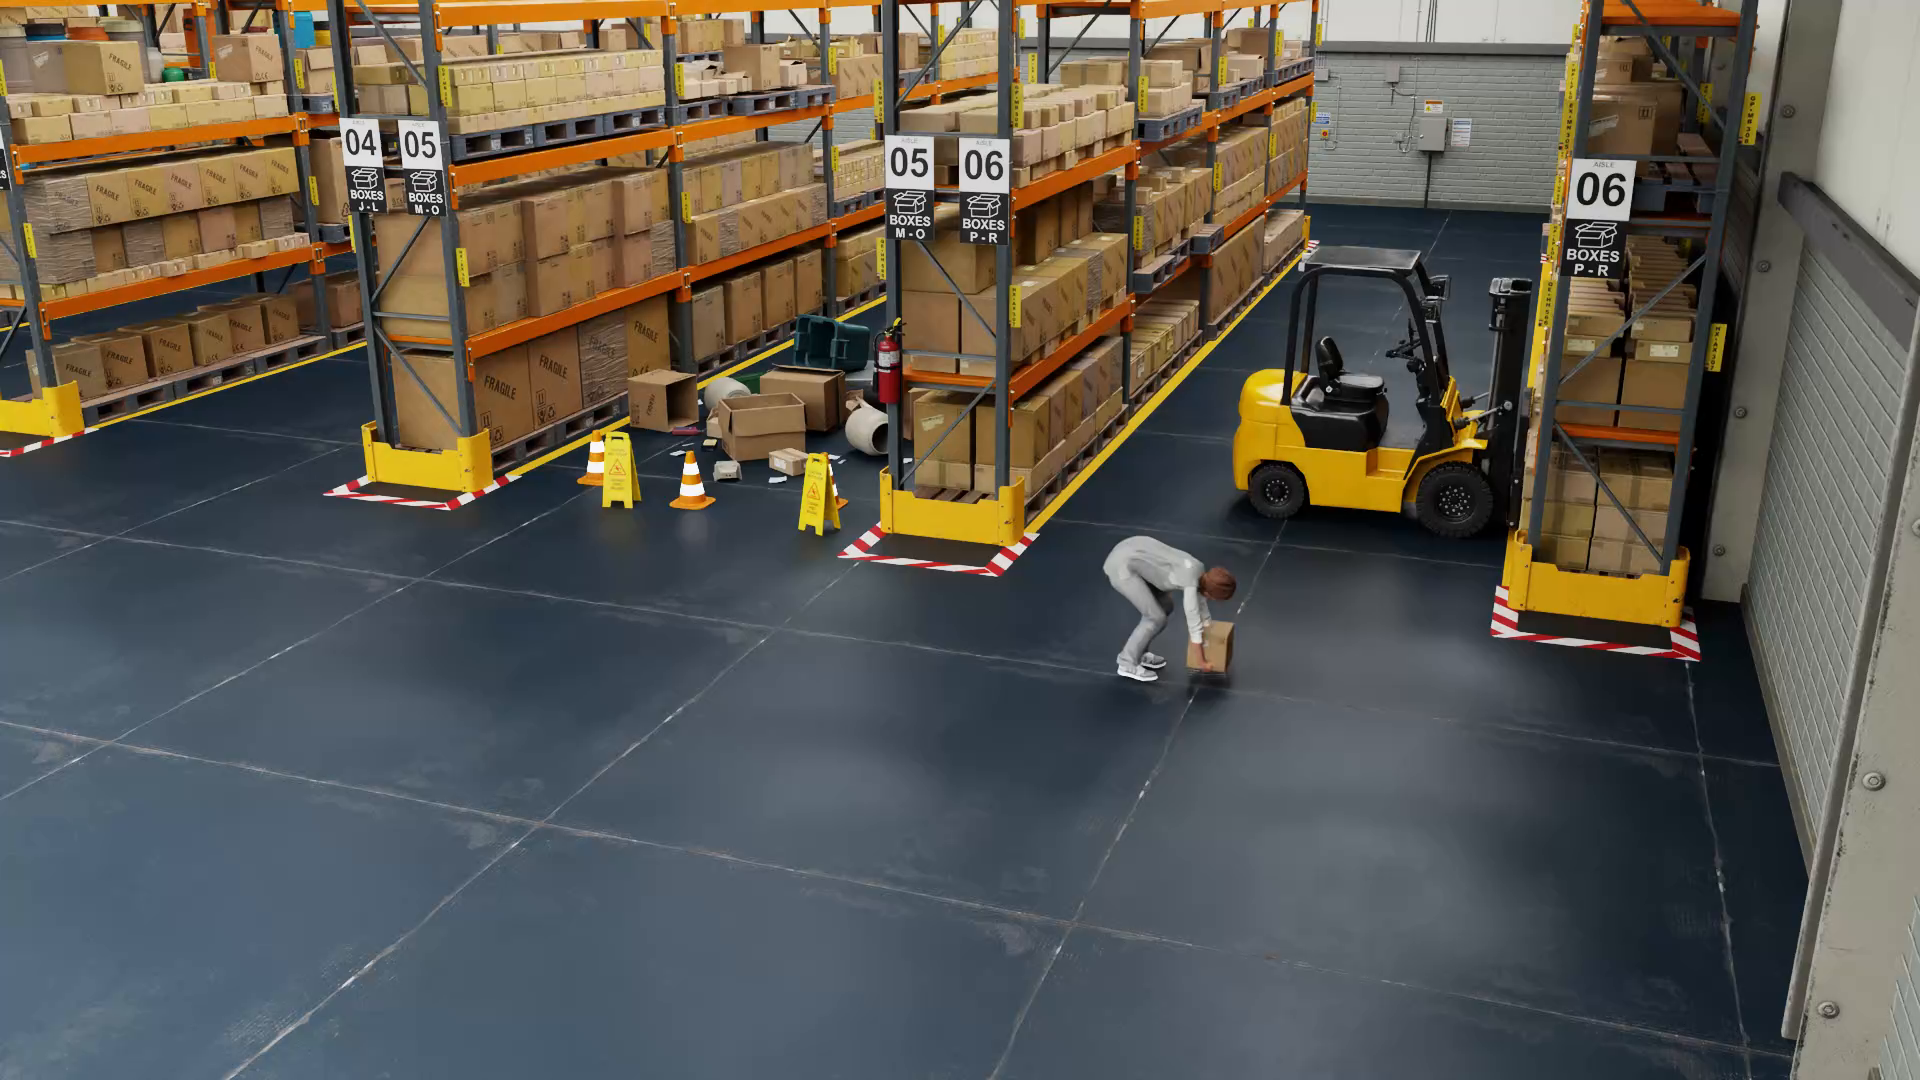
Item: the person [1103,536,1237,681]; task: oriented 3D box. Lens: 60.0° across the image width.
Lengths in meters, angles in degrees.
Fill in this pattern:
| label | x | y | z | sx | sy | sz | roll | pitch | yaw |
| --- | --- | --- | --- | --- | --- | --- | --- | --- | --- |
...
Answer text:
| label | x | y | z | sx | sy | sz | roll | pitch | yaw |
| --- | --- | --- | --- | --- | --- | --- | --- | --- | --- |
| person | 1.354 | 0.450 | 10.805 | 0.861 | 0.923 | 0.417 | 5 | 20 | 16 |
